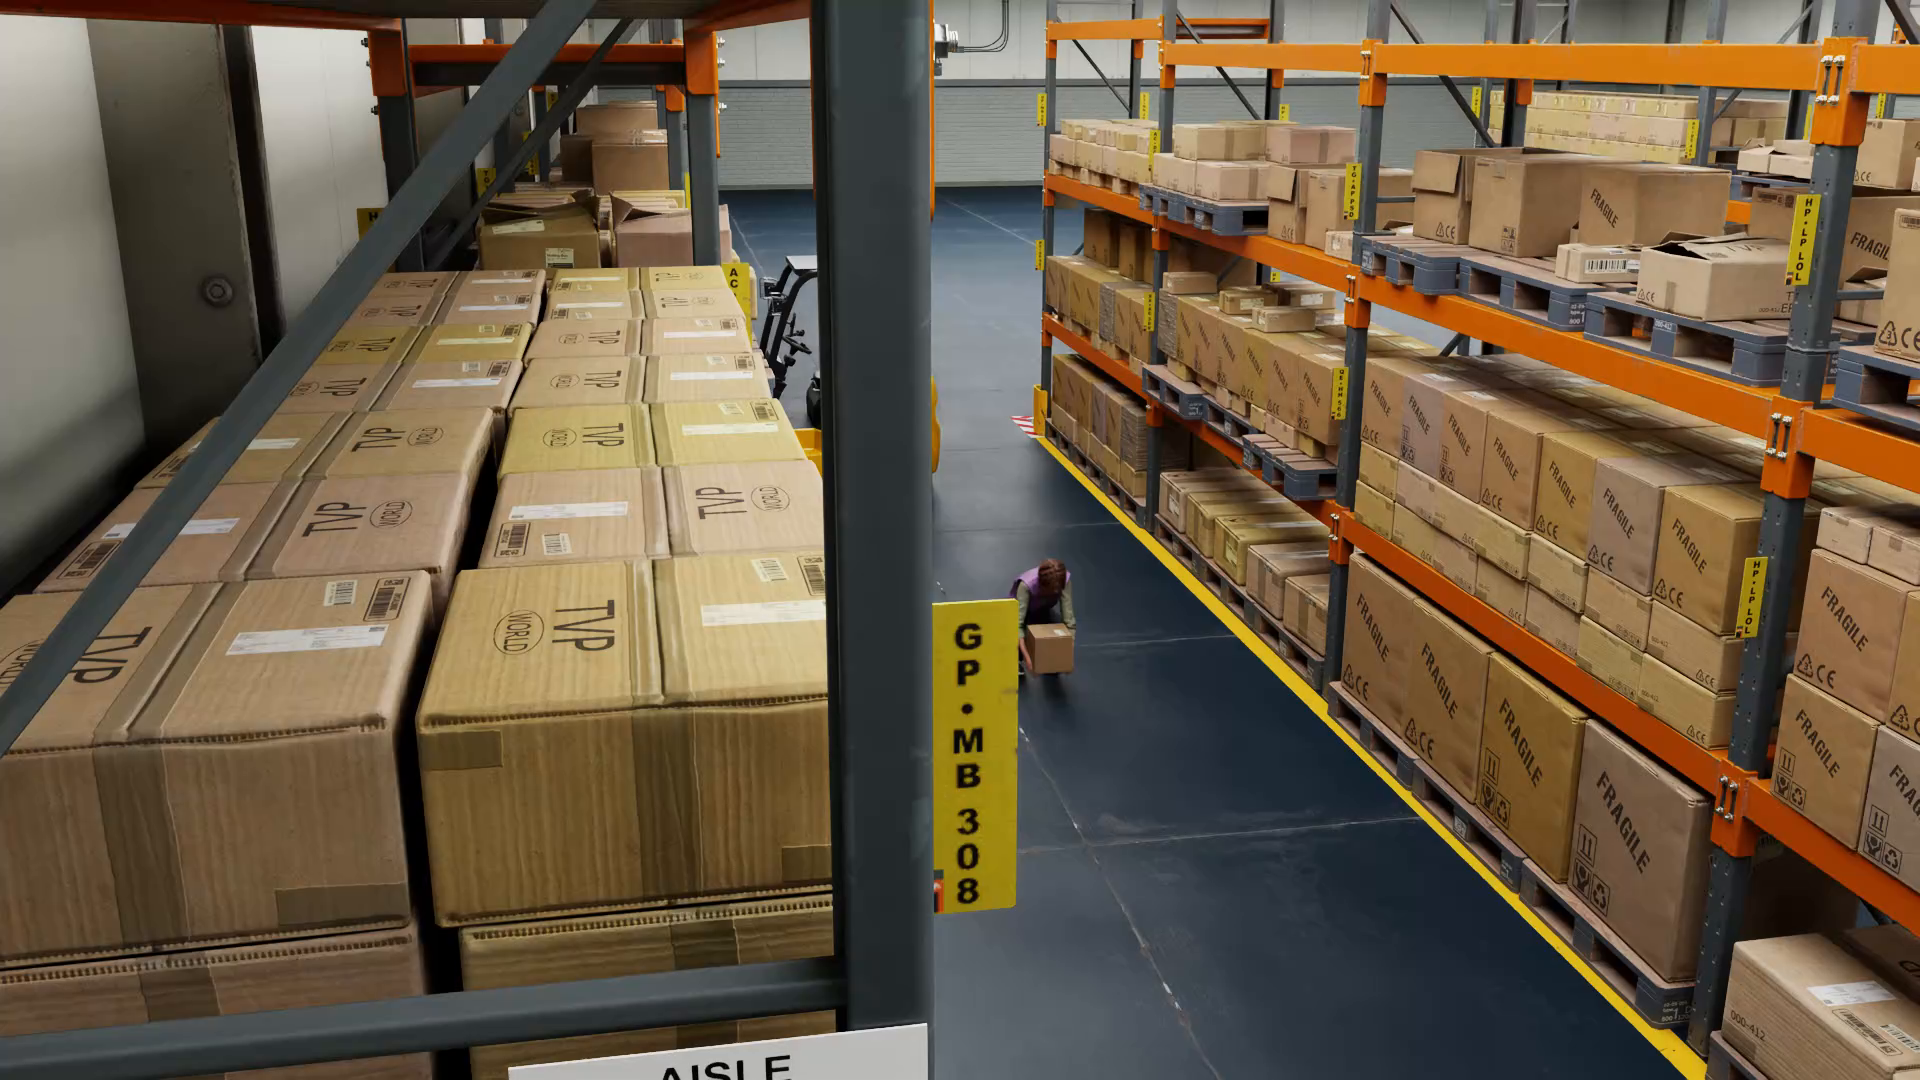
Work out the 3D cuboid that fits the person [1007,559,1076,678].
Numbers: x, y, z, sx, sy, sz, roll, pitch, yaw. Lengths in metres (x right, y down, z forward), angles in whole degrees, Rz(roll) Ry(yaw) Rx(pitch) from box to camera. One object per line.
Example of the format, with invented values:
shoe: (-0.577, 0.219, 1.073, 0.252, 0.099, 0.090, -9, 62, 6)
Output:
person: (0.520, 0.508, 11.124, 0.453, 0.880, 0.808, -3, 17, -10)
